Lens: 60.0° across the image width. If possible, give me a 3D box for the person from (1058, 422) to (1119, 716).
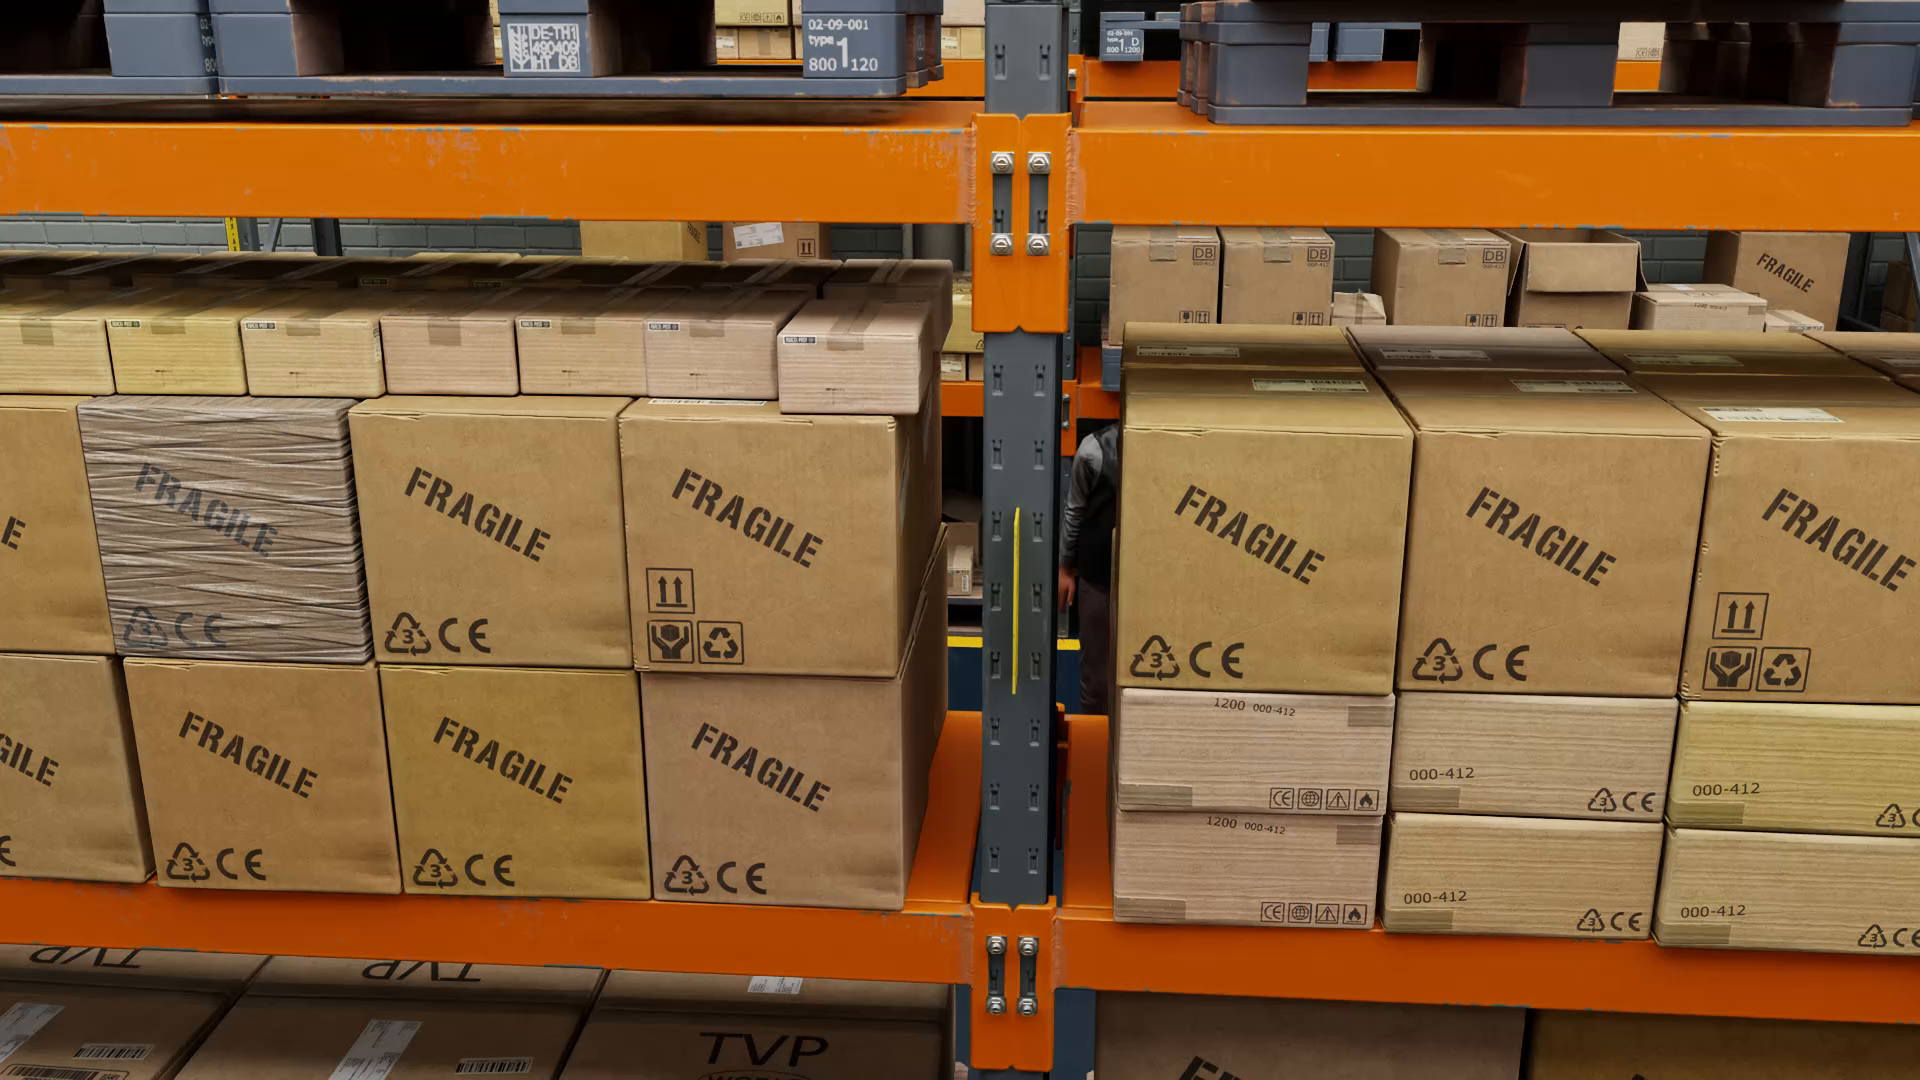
[{"bbox_3d":[0.702,0.207,6.401,0.645,1.743,0.408,-1,17,-5],"label":"person"}]
